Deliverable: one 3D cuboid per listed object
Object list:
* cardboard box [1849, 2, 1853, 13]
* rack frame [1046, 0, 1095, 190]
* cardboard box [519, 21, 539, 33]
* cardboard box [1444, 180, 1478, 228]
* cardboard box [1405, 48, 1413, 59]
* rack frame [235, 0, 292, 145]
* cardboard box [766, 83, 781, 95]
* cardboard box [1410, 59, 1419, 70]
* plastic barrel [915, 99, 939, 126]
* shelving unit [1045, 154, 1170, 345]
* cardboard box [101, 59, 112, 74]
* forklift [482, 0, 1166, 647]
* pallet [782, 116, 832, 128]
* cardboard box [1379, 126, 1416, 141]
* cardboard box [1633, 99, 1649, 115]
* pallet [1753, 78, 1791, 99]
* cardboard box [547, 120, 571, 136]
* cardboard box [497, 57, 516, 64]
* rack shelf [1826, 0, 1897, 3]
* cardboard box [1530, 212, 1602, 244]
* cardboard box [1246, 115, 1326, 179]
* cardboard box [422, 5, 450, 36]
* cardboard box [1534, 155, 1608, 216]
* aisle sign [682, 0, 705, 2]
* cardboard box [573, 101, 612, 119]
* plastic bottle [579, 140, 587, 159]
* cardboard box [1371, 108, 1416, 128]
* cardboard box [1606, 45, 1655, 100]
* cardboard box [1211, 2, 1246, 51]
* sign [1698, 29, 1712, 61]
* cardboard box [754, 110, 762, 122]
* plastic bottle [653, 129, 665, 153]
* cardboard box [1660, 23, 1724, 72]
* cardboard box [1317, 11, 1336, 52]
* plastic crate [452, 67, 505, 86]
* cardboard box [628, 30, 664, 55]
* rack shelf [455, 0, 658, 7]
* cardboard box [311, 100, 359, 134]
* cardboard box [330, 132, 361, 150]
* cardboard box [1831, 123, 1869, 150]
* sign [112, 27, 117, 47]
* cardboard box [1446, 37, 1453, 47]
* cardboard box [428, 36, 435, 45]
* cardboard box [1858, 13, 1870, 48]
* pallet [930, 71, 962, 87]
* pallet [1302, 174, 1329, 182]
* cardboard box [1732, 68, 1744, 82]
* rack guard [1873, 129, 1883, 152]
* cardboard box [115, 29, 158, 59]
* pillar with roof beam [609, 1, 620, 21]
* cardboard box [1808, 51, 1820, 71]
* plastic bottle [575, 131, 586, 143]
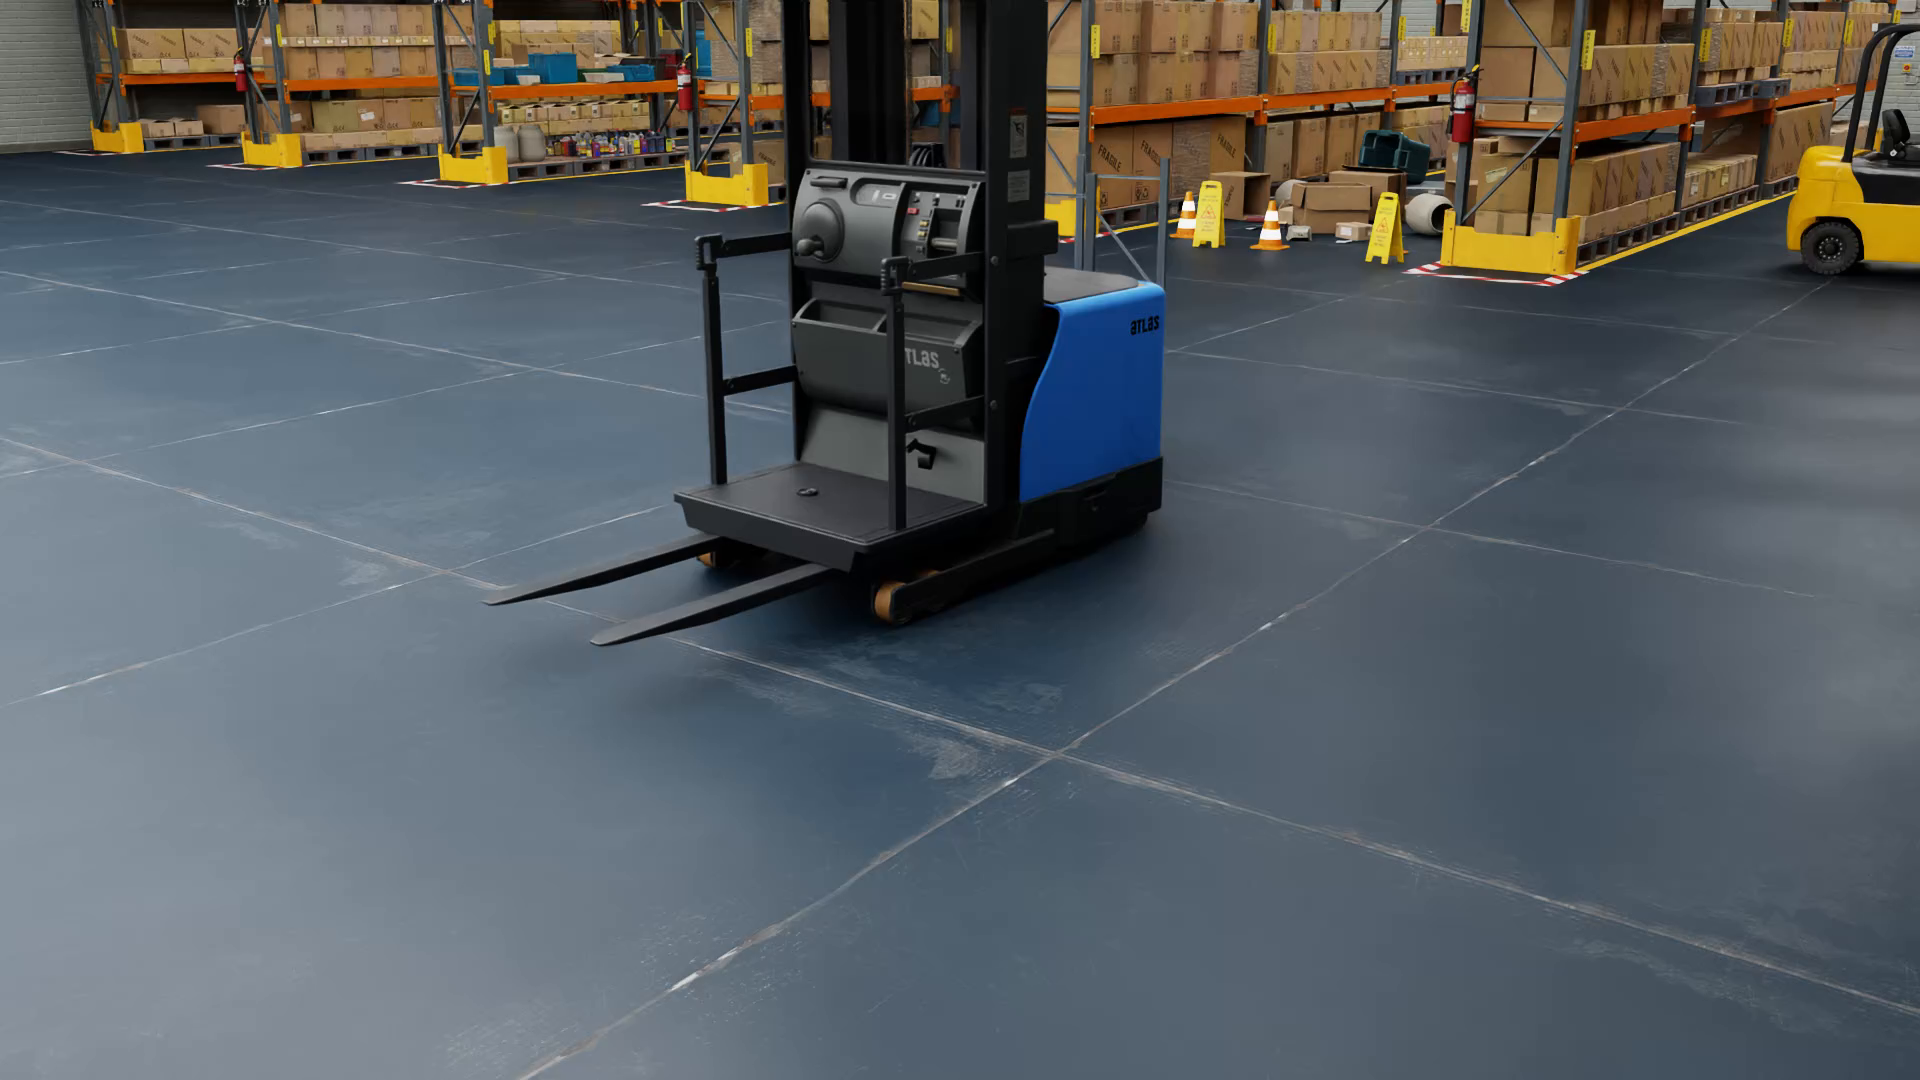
[{"bbox_3d":[12.670,-7.703,24.043,0.380,0.149,0.250,13,21,35],"label":"cardboard box"},{"bbox_3d":[0.948,-4.767,17.537,1.000,3.000,0.127,12,21,35],"label":"rack frame"},{"bbox_3d":[-9.345,-10.947,35.470,0.500,0.250,0.500,12,21,34],"label":"cardboard box"},{"bbox_3d":[5.636,-3.662,18.189,0.500,0.500,0.500,-4,18,-13],"label":"cardboard box"},{"bbox_3d":[6.324,-7.040,24.070,0.380,0.149,0.250,14,22,37],"label":"cardboard box"},{"bbox_3d":[-10.929,-7.419,26.077,1.000,3.000,0.127,12,21,35],"label":"rack frame"},{"bbox_3d":[-2.450,-5.630,20.738,0.380,0.149,0.250,12,21,35],"label":"cardboard box"},{"bbox_3d":[6.464,-6.952,24.289,0.380,0.149,0.250,14,22,37],"label":"cardboard box"},{"bbox_3d":[-0.563,-8.304,31.758,0.600,0.901,0.708,12,21,35],"label":"plastic barrel"},{"bbox_3d":[0.615,-1.115,8.306,0.538,1.500,1.048,8,19,25],"label":"shelving unit"},{"bbox_3d":[-14.787,-8.377,29.381,0.500,0.250,0.500,13,21,35],"label":"cardboard box"},{"bbox_3d":[-0.433,-1.250,6.328,1.130,2.935,3.031,14,22,38],"label":"forklift"},{"bbox_3d":[-3.369,-9.109,36.221,1.003,0.211,1.213,12,21,35],"label":"pallet"},{"bbox_3d":[6.341,-5.803,24.379,0.500,0.500,0.500,11,21,32],"label":"cardboard box"},{"bbox_3d":[6.517,-4.253,16.305,0.380,0.149,0.250,13,21,35],"label":"cardboard box"},{"bbox_3d":[9.411,-5.542,20.355,1.213,0.211,1.003,12,21,35],"label":"pallet"},{"bbox_3d":[-7.494,-7.557,30.449,0.500,0.250,0.500,12,21,33],"label":"cardboard box"},{"bbox_3d":[-8.169,-8.550,29.944,0.396,0.266,0.258,12,21,33],"label":"cardboard box"},{"bbox_3d":[13.325,-8.340,25.198,1.077,0.370,4.000,12,21,35],"label":"rack shelf"},{"bbox_3d":[5.686,-2.947,15.605,0.500,0.250,0.500,12,21,34],"label":"cardboard box"},{"bbox_3d":[4.207,-5.239,22.142,1.050,0.750,0.750,12,21,35],"label":"cardboard box"},{"bbox_3d":[-9.105,-8.812,28.206,0.700,0.500,0.500,12,21,35],"label":"cardboard box"},{"bbox_3d":[5.700,-3.311,15.512,0.500,0.500,0.500,12,21,33],"label":"cardboard box"},{"bbox_3d":[-3.253,-6.948,20.175,0.394,0.787,0.004,12,21,35],"label":"aisle sign"},{"bbox_3d":[-6.884,-8.067,31.146,0.500,0.311,0.500,12,21,34],"label":"cardboard box"},{"bbox_3d":[-5.622,-5.827,24.808,0.097,0.271,0.097,0,17,0],"label":"plastic bottle"},{"bbox_3d":[6.320,-6.159,24.262,0.500,0.250,0.500,11,21,32],"label":"cardboard box"},{"bbox_3d":[6.394,-4.538,16.130,0.500,0.500,0.500,12,21,34],"label":"cardboard box"},{"bbox_3d":[2.850,-6.074,19.672,0.875,0.550,0.550,12,21,35],"label":"cardboard box"},{"bbox_3d":[7.807,-5.189,17.435,0.100,0.325,0.005,12,21,35],"label":"sign"},{"bbox_3d":[-4.443,-8.890,34.286,0.500,0.500,0.500,13,21,35],"label":"cardboard box"},{"bbox_3d":[-4.722,-6.236,25.993,0.144,0.351,0.185,12,21,33],"label":"plastic bottle"},{"bbox_3d":[7.877,-5.321,17.941,0.500,0.500,0.500,13,22,36],"label":"cardboard box"},{"bbox_3d":[4.531,-6.728,21.996,0.700,0.500,0.500,12,21,34],"label":"cardboard box"},{"bbox_3d":[-6.895,-6.644,23.832,0.499,0.251,0.616,12,21,35],"label":"plastic crate"},{"bbox_3d":[-7.423,-11.421,38.459,0.980,0.700,0.700,13,21,36],"label":"cardboard box"},{"bbox_3d":[-7.354,-9.937,30.341,1.077,0.370,4.000,12,21,35],"label":"rack shelf"},{"bbox_3d":[-10.134,-6.873,26.981,0.500,0.500,0.500,12,21,35],"label":"cardboard box"},{"bbox_3d":[-10.136,-6.515,27.093,0.500,0.250,0.500,12,21,35],"label":"cardboard box"},{"bbox_3d":[13.665,-6.310,26.118,0.875,0.438,0.875,13,22,36],"label":"cardboard box"},{"bbox_3d":[-14.473,-8.611,28.456,0.100,0.325,0.005,12,21,35],"label":"sign"},{"bbox_3d":[7.238,-7.550,25.210,0.380,0.149,0.250,11,21,32],"label":"cardboard box"},{"bbox_3d":[-8.994,-8.443,28.111,0.380,0.149,0.250,12,21,35],"label":"cardboard box"},{"bbox_3d":[13.232,-7.610,24.837,0.500,0.500,0.500,13,21,36],"label":"cardboard box"},{"bbox_3d":[-0.020,-6.685,24.037,1.003,0.211,1.213,12,21,35],"label":"pallet"},{"bbox_3d":[4.457,-4.877,22.593,1.003,0.211,1.213,12,21,35],"label":"pallet"},{"bbox_3d":[8.749,-5.331,19.069,0.380,0.149,0.250,13,22,37],"label":"cardboard box"},{"bbox_3d":[14.531,-6.539,27.459,1.175,0.500,0.348,12,21,35],"label":"rack guard"},{"bbox_3d":[-14.383,-8.650,28.996,0.500,0.500,0.500,12,21,35],"label":"cardboard box"},{"bbox_3d":[-4.580,-13.576,35.786,9.100,9.000,0.400,12,21,35],"label":"pillar with roof beam"},{"bbox_3d":[11.179,-6.424,22.283,0.500,0.250,0.500,13,21,36],"label":"cardboard box"},{"bbox_3d":[-5.860,-6.131,25.655,0.144,0.351,0.185,13,22,37],"label":"plastic bottle"}]
